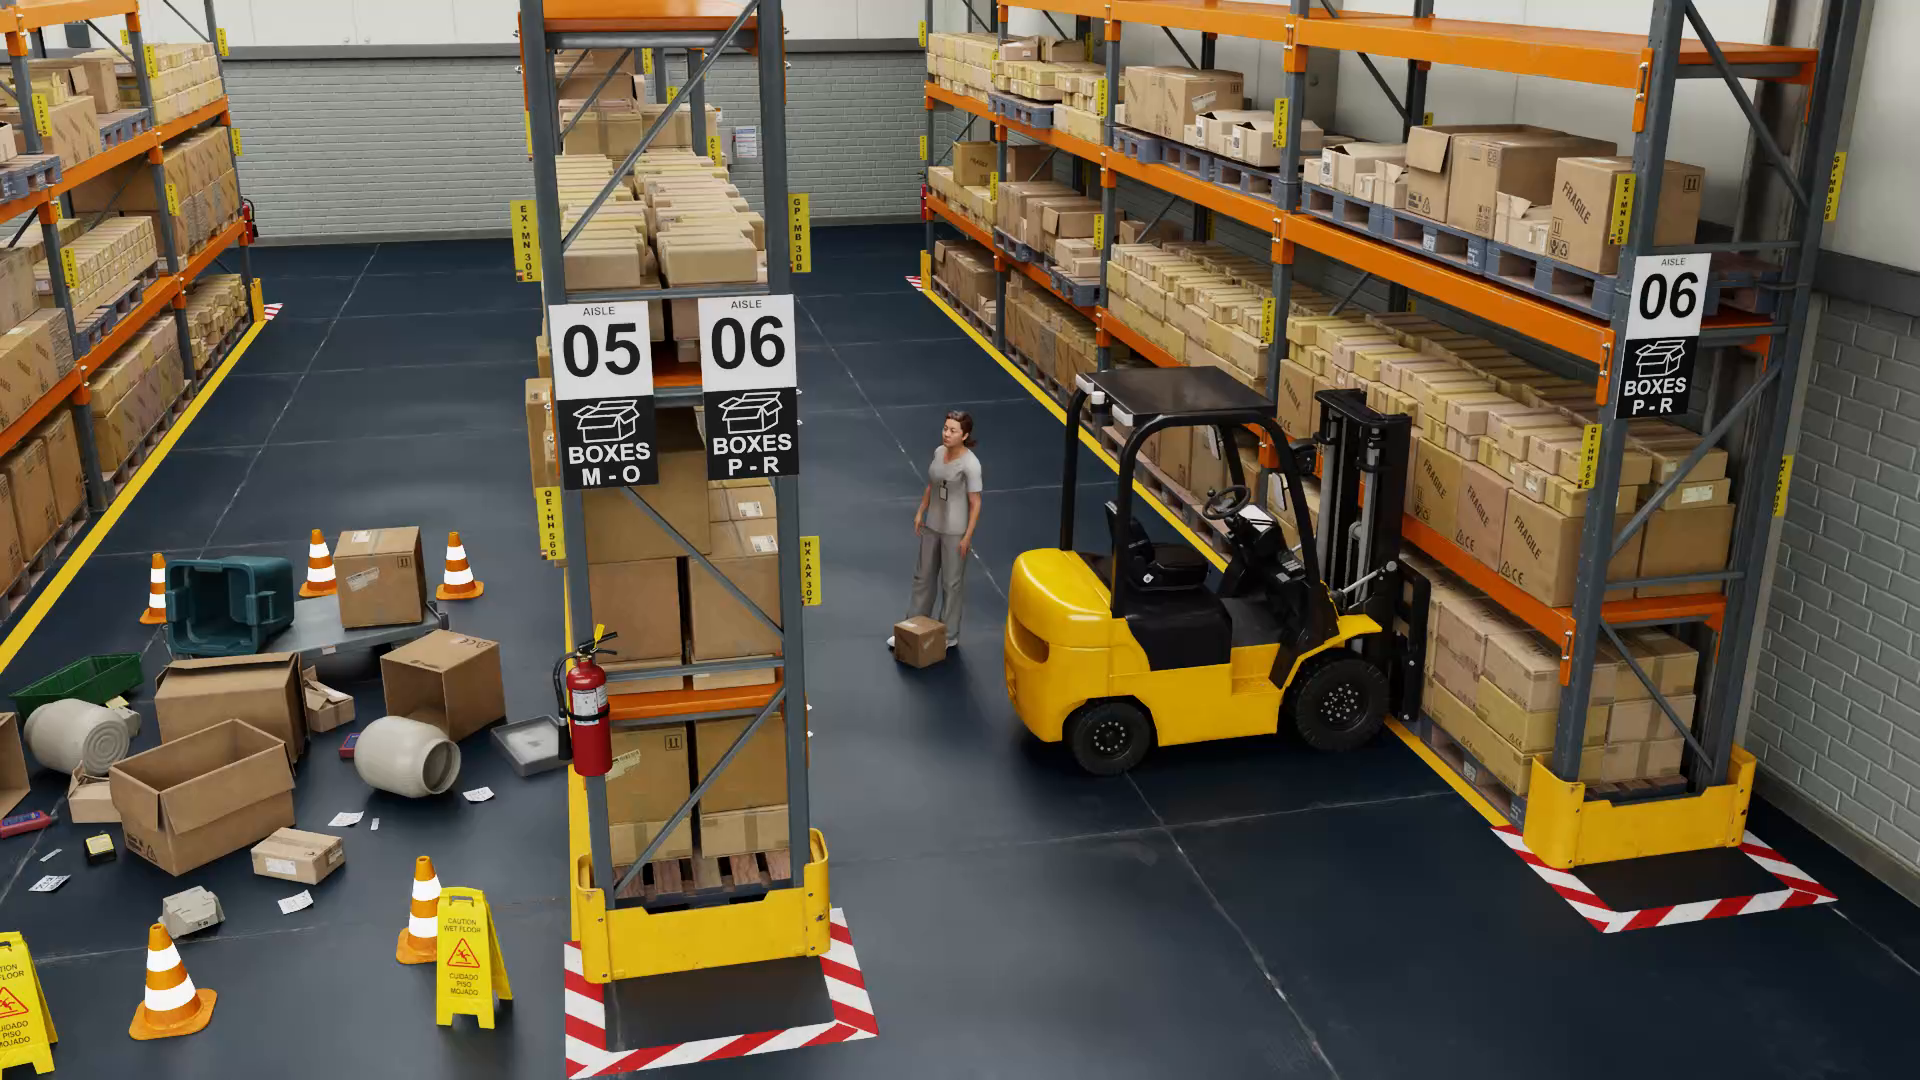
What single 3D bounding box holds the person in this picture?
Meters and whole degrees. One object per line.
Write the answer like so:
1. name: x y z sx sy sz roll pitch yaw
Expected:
1. person: -0.137 -0.050 11.183 0.548 1.673 0.549 -17 26 -39
